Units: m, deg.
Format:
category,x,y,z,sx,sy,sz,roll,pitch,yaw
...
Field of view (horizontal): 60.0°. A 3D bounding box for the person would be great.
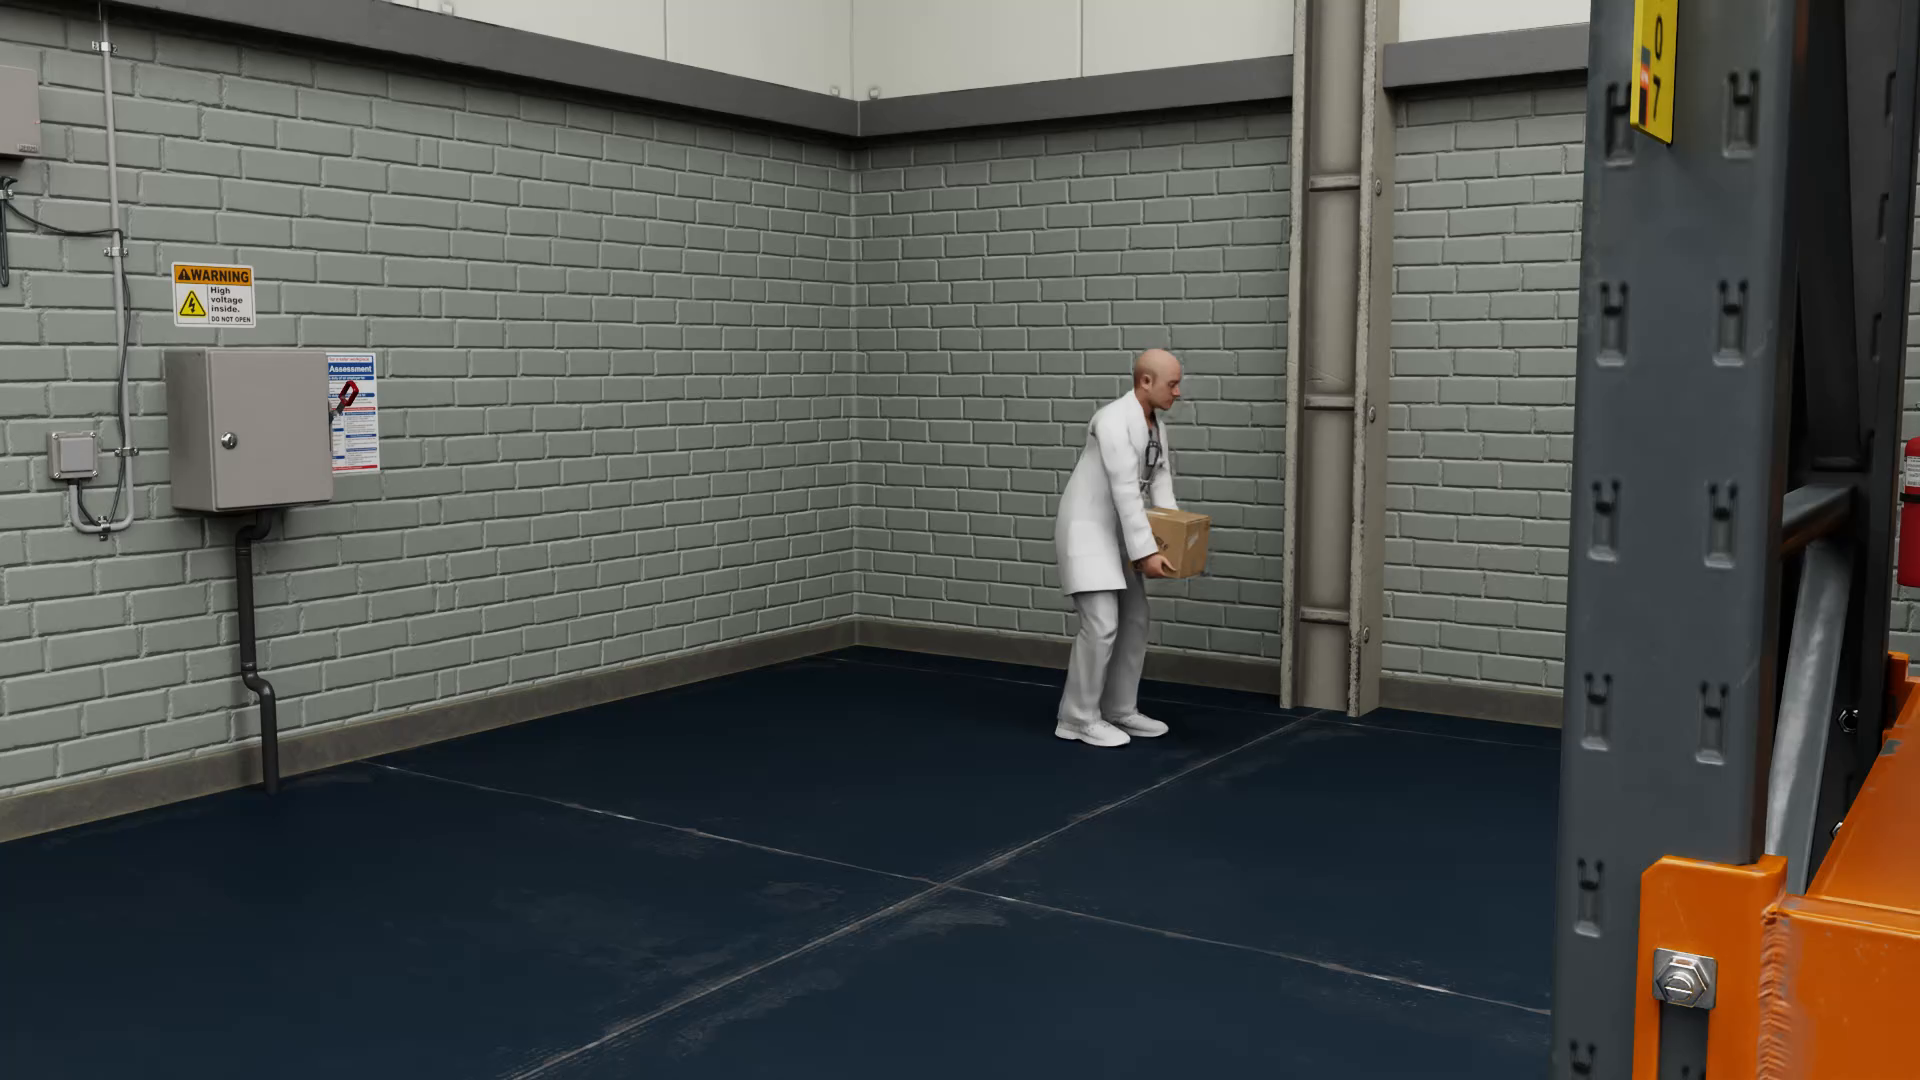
category,x,y,z,sx,sy,sz,roll,pitch,yaw
person,0.721,0.031,7.273,0.616,1.721,0.533,4,7,32
